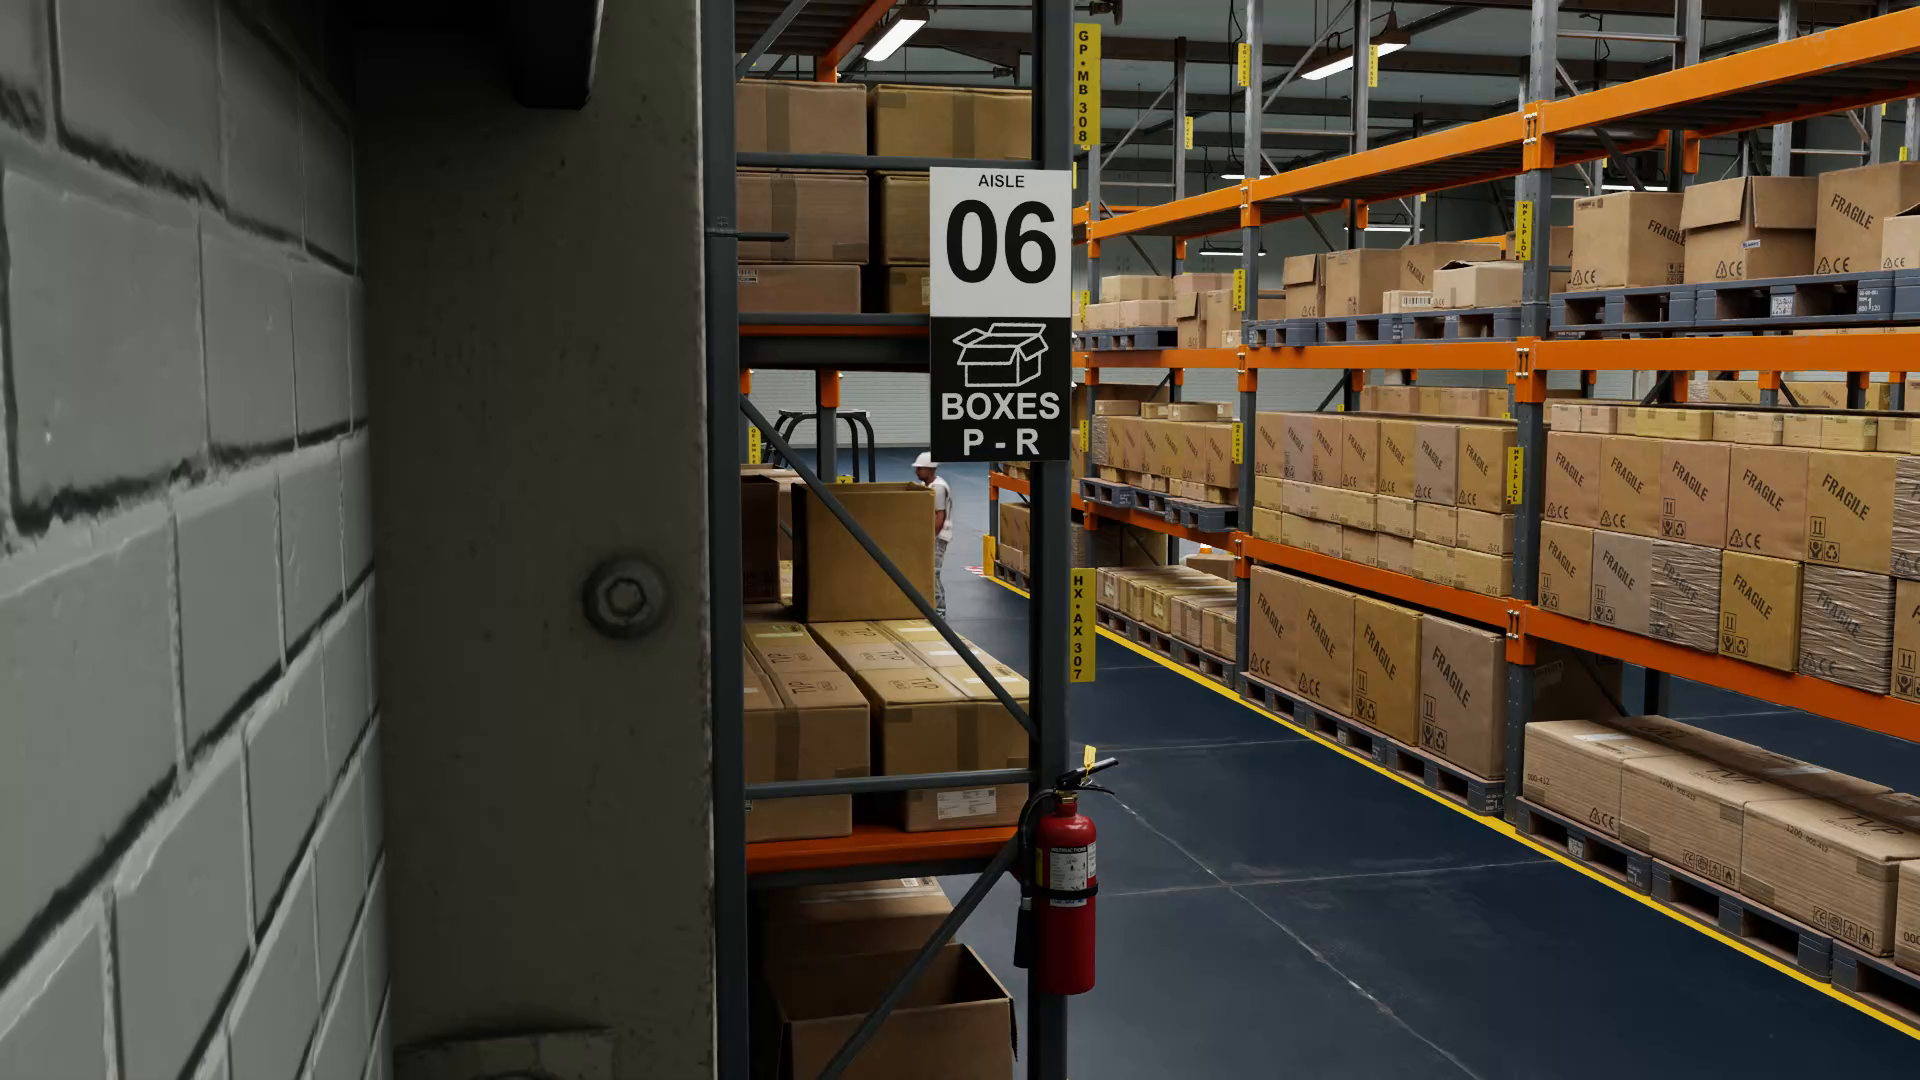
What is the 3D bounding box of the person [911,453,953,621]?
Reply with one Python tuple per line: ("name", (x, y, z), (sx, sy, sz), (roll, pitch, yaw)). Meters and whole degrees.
("person", (-0.297, -0.011, 17.073), (0.426, 1.778, 0.584), (-2, 6, -15))
